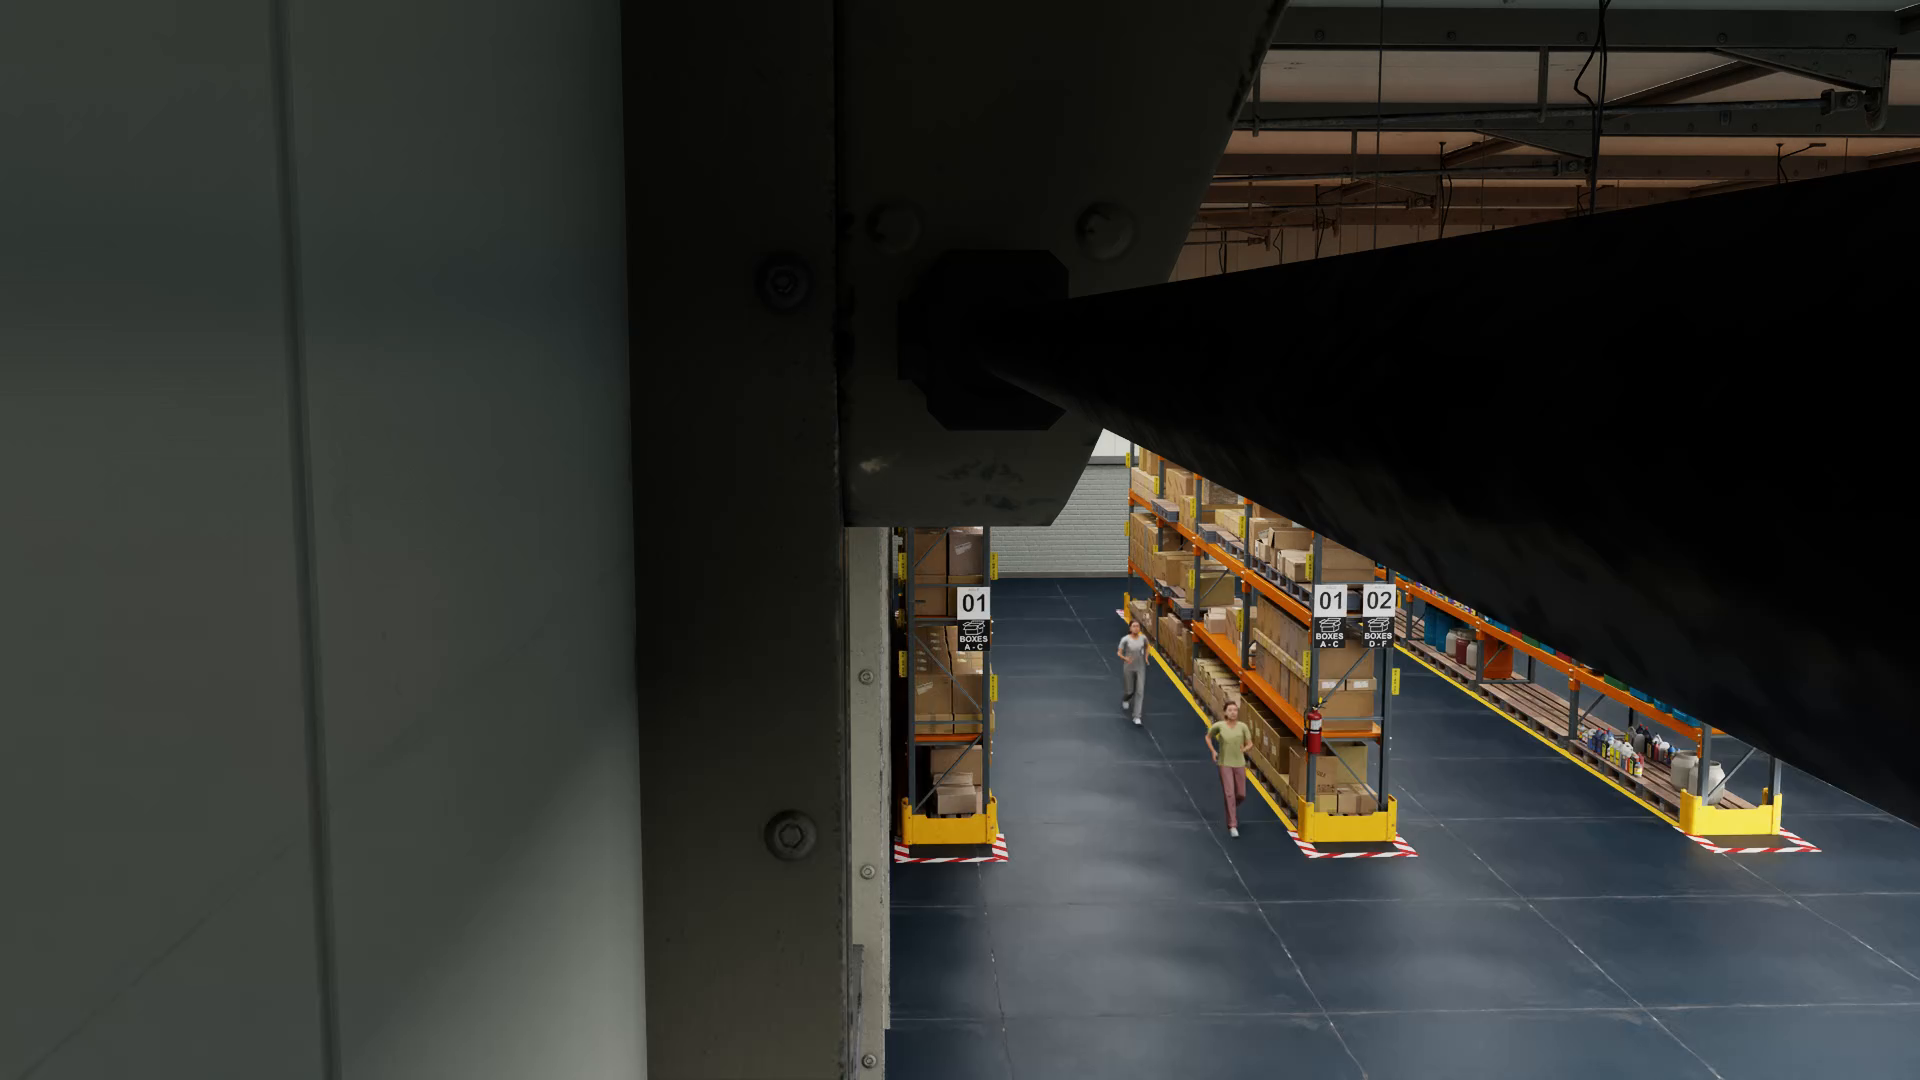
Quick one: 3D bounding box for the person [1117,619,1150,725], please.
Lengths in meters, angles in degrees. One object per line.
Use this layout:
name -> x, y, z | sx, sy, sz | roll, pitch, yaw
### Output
person -> 2.805, 2.083, 26.726 | 0.570, 1.645, 0.924 | -1, 7, -8

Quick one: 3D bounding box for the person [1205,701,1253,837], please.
person -> 3.403, 2.842, 20.912 | 0.588, 1.633, 0.825 | 0, 7, -3
